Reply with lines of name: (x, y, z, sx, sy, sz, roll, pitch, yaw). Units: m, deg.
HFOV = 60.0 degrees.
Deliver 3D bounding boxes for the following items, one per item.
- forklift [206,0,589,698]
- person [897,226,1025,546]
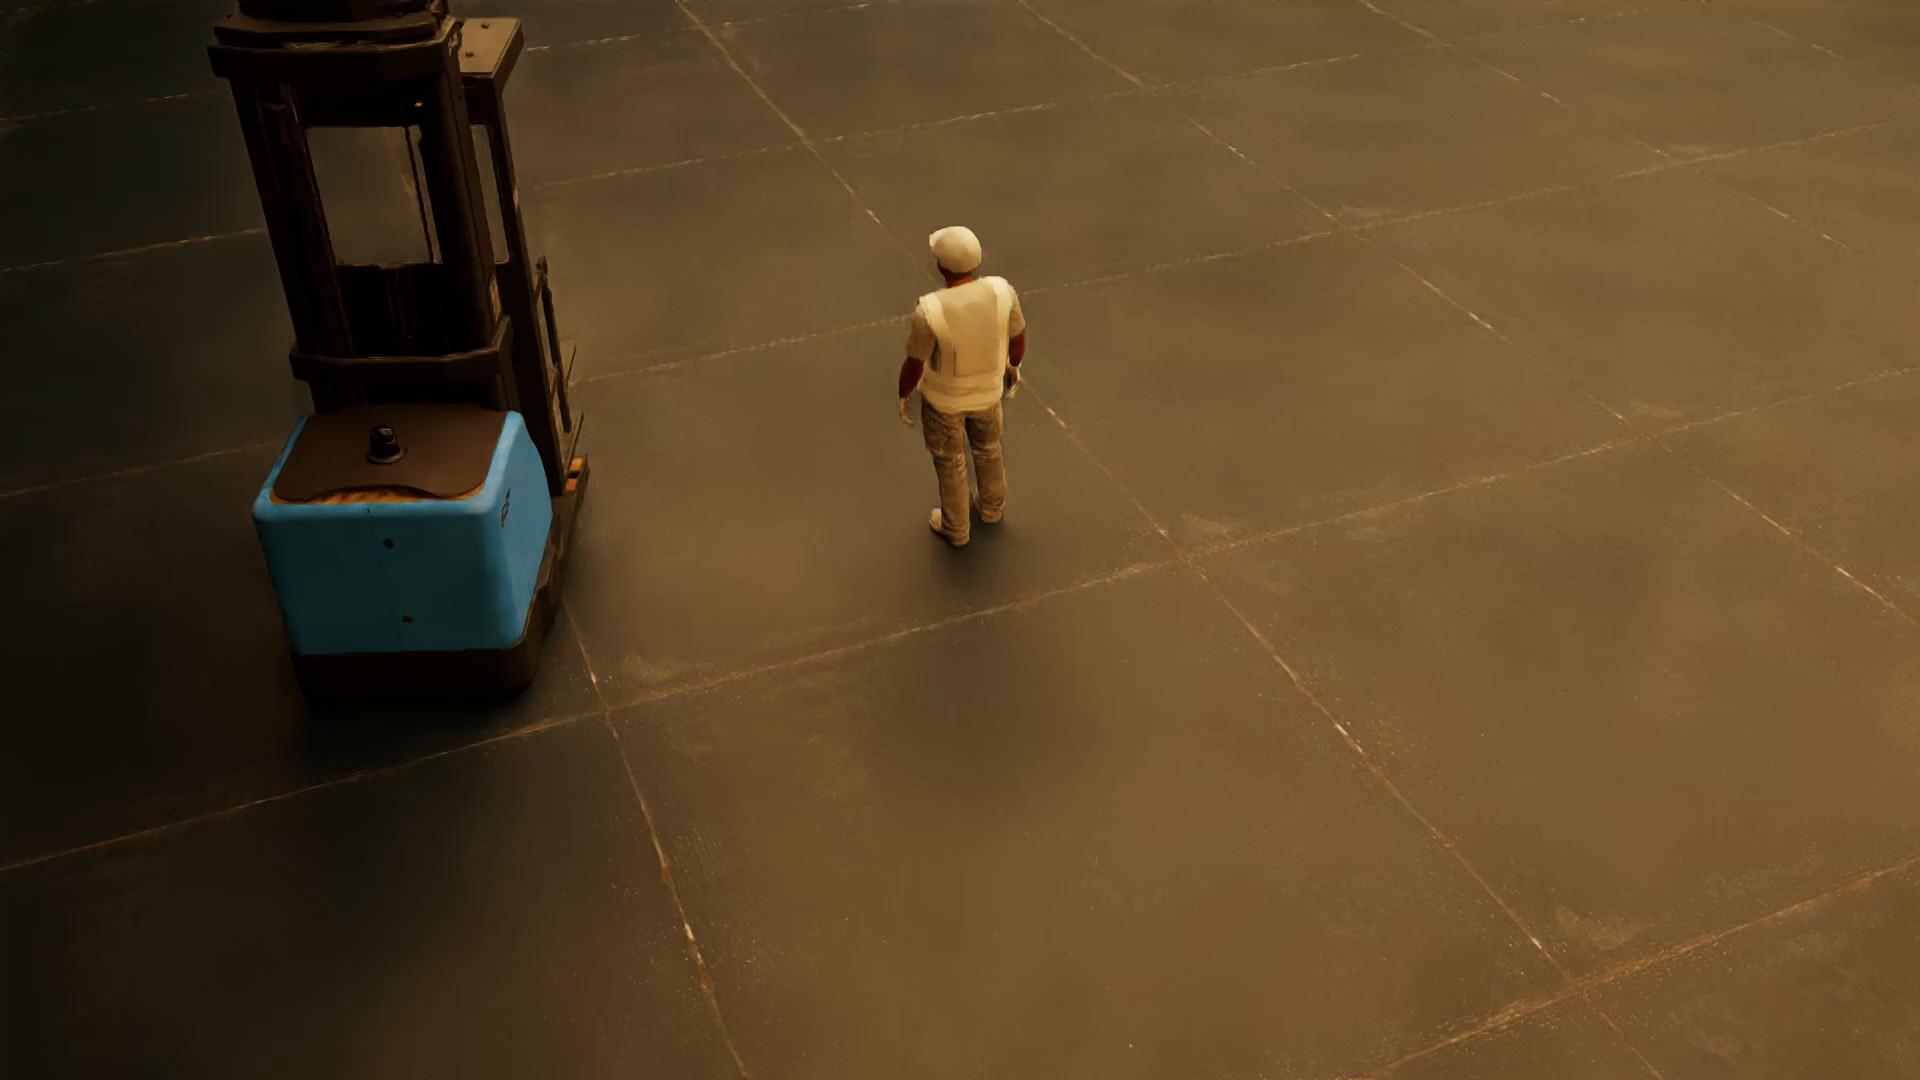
forklift: (-2.558, -1.313, 7.946, 1.130, 2.935, 3.031, -2, 35, -2)
person: (-0.021, -0.772, 8.164, 0.655, 1.782, 0.576, -14, 38, -19)
